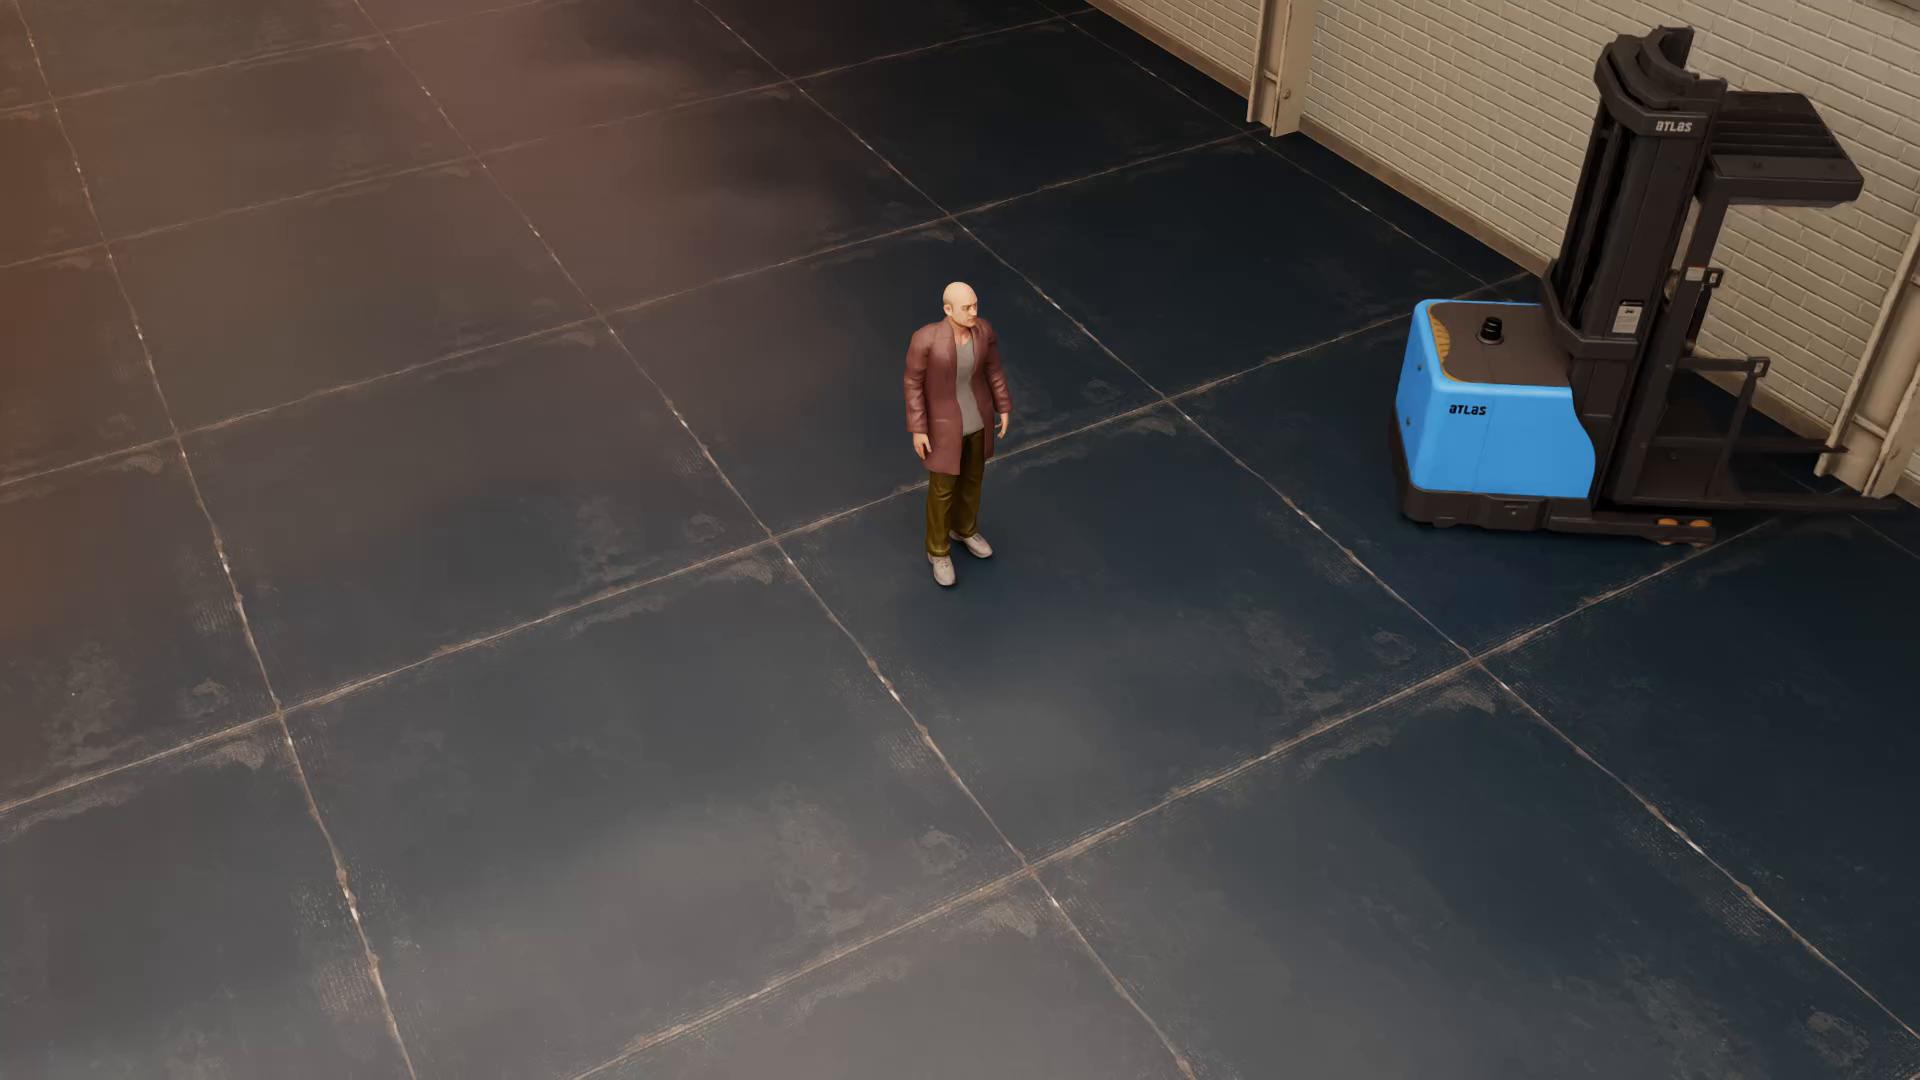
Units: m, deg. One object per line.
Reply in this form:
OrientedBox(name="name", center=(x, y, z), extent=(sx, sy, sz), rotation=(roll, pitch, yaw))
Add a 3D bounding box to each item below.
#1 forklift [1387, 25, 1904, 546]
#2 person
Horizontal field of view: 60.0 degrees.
OrientedBox(name="forklift", center=(4.322, -1.444, 9.777), extent=(3.031, 2.935, 1.130), rotation=(3, 40, 4))
OrientedBox(name="person", center=(0.041, -0.638, 9.698), extent=(0.696, 1.775, 0.582), rotation=(-20, 44, -23))
